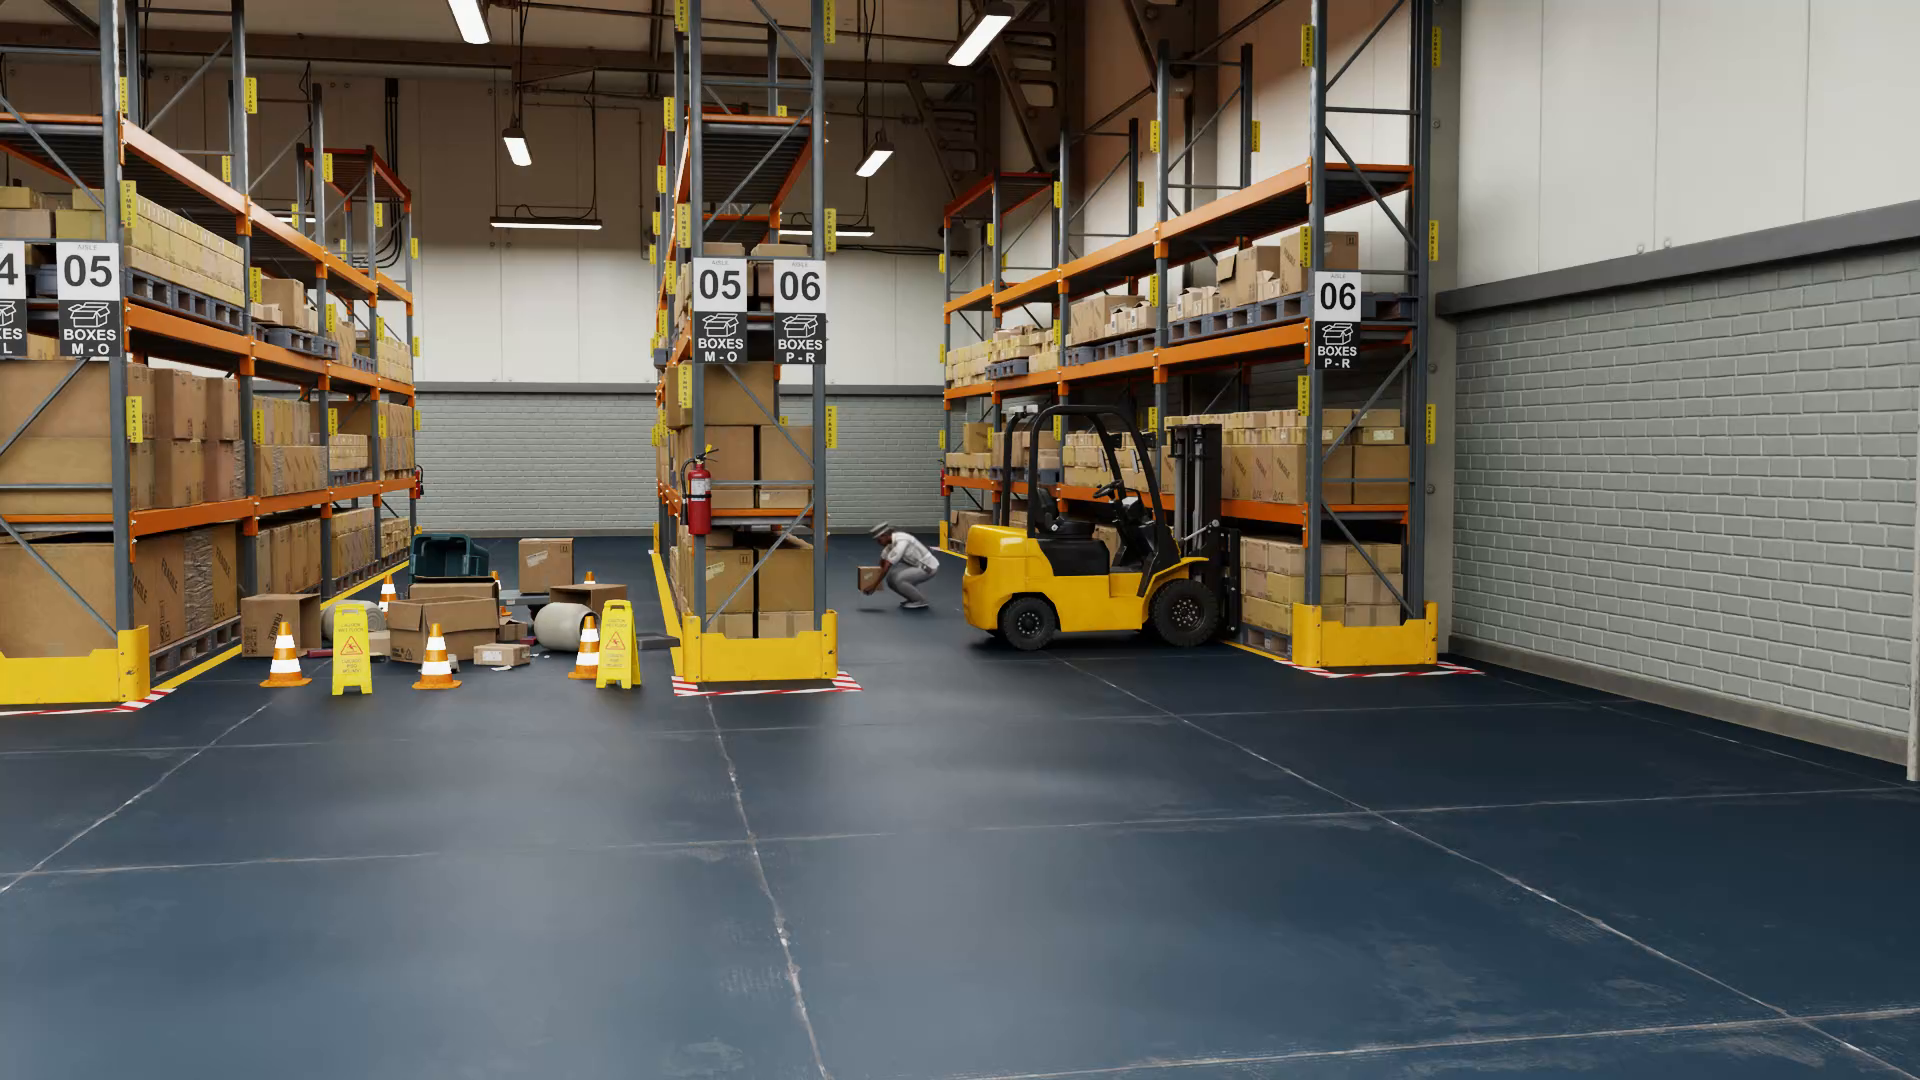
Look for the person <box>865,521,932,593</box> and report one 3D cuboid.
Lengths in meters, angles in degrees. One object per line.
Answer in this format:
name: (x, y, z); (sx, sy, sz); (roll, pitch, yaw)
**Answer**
person: (-0.705, 0.182, 18.548); (0.777, 0.788, 0.414); (-1, 3, -13)
